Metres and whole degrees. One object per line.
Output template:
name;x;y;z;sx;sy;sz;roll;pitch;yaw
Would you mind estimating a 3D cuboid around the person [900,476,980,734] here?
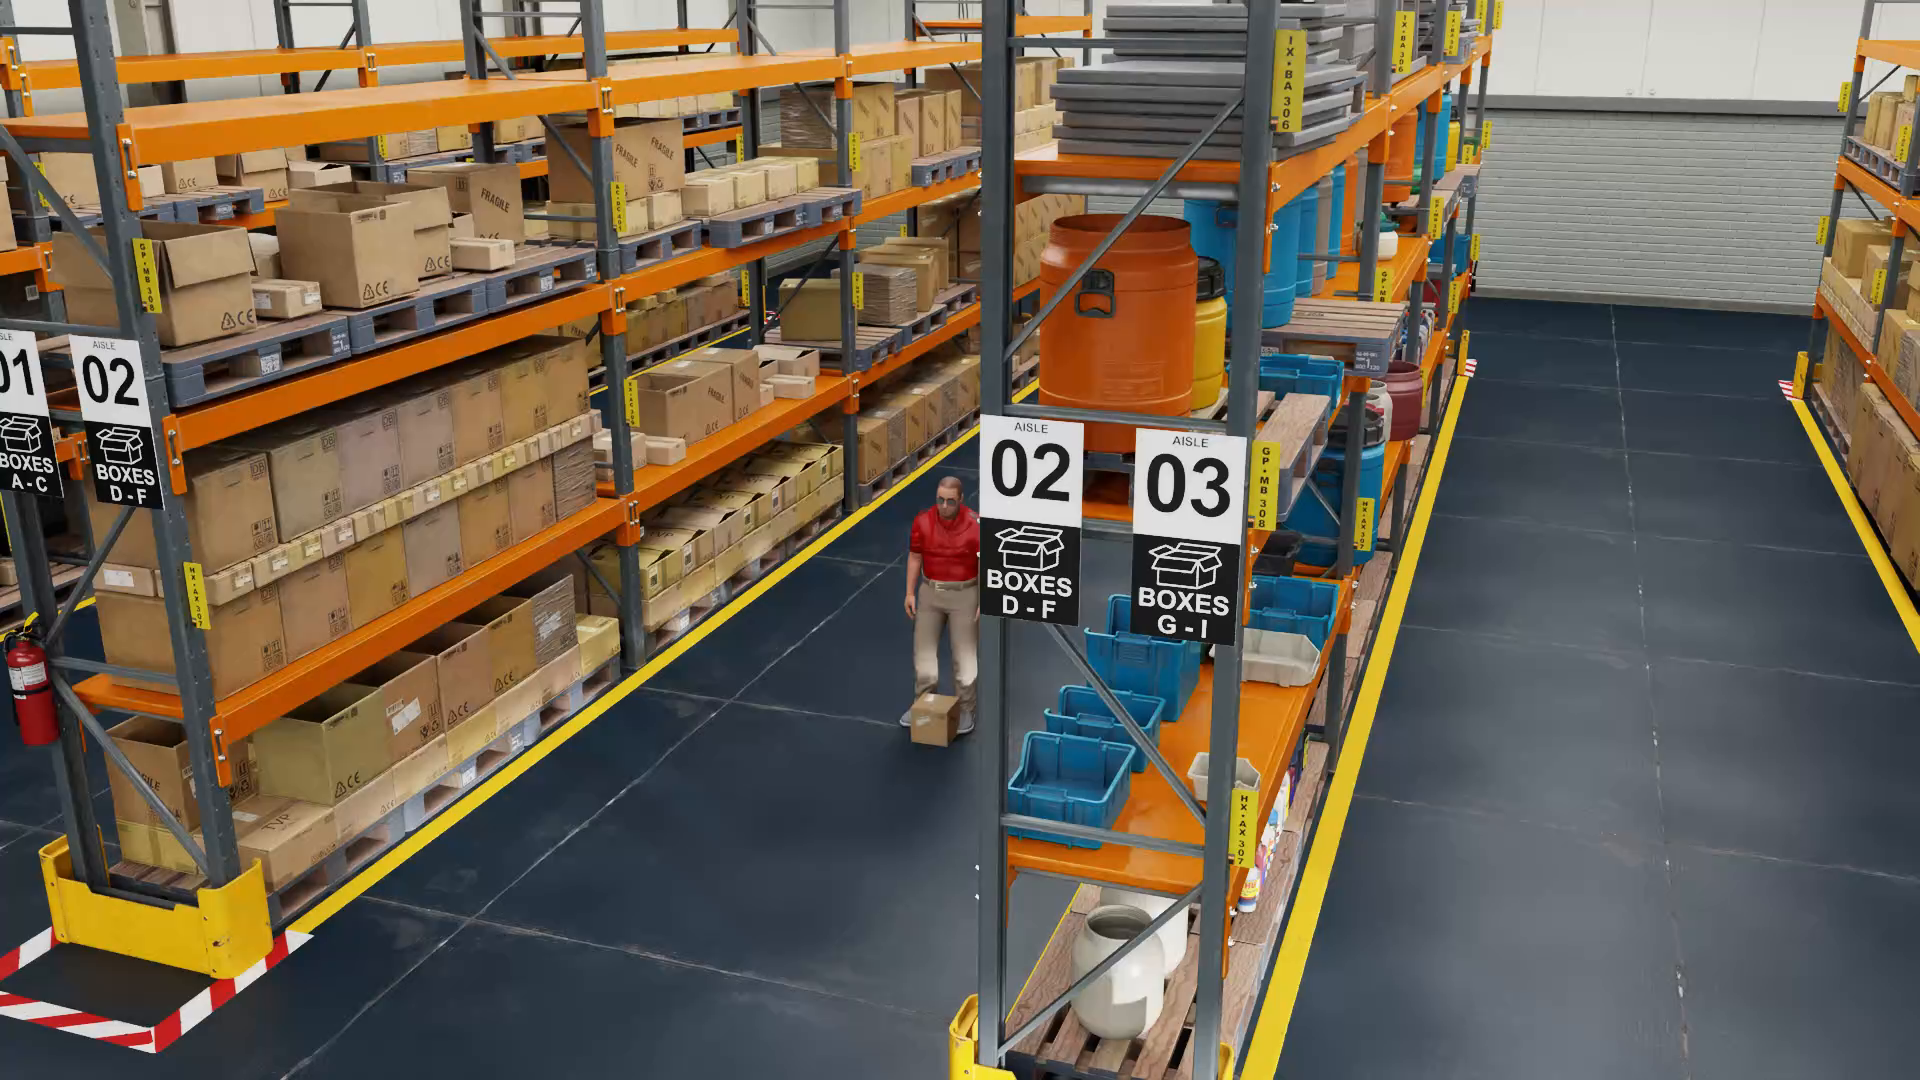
person;-0.079;0.399;10.890;0.597;1.727;0.383;6;19;17
